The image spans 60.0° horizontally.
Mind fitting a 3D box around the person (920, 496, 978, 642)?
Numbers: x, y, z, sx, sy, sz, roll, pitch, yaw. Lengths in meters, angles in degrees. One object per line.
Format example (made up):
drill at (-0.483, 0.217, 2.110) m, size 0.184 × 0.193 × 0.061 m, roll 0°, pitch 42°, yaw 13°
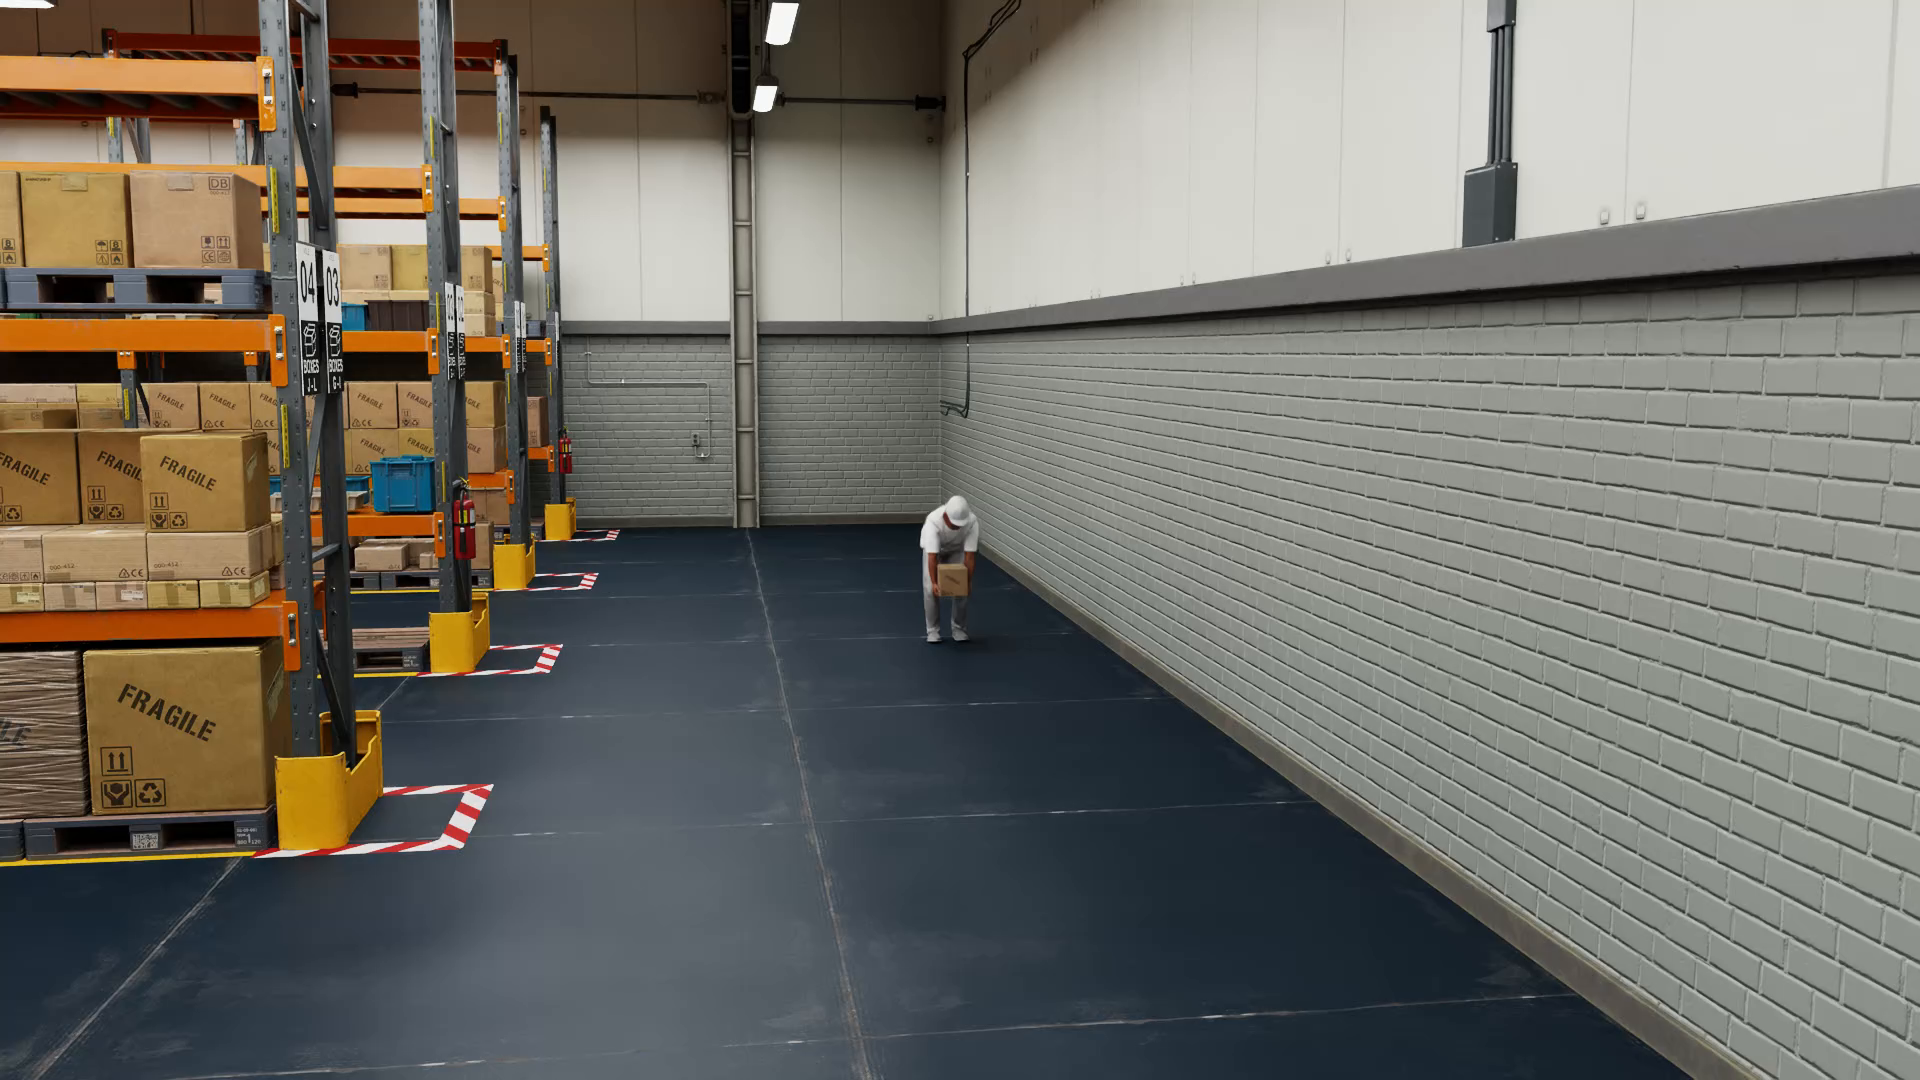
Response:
person at (-0.085, 0.257, 15.049) m, size 0.489 × 1.377 × 0.897 m, roll -1°, pitch 7°, yaw -11°
